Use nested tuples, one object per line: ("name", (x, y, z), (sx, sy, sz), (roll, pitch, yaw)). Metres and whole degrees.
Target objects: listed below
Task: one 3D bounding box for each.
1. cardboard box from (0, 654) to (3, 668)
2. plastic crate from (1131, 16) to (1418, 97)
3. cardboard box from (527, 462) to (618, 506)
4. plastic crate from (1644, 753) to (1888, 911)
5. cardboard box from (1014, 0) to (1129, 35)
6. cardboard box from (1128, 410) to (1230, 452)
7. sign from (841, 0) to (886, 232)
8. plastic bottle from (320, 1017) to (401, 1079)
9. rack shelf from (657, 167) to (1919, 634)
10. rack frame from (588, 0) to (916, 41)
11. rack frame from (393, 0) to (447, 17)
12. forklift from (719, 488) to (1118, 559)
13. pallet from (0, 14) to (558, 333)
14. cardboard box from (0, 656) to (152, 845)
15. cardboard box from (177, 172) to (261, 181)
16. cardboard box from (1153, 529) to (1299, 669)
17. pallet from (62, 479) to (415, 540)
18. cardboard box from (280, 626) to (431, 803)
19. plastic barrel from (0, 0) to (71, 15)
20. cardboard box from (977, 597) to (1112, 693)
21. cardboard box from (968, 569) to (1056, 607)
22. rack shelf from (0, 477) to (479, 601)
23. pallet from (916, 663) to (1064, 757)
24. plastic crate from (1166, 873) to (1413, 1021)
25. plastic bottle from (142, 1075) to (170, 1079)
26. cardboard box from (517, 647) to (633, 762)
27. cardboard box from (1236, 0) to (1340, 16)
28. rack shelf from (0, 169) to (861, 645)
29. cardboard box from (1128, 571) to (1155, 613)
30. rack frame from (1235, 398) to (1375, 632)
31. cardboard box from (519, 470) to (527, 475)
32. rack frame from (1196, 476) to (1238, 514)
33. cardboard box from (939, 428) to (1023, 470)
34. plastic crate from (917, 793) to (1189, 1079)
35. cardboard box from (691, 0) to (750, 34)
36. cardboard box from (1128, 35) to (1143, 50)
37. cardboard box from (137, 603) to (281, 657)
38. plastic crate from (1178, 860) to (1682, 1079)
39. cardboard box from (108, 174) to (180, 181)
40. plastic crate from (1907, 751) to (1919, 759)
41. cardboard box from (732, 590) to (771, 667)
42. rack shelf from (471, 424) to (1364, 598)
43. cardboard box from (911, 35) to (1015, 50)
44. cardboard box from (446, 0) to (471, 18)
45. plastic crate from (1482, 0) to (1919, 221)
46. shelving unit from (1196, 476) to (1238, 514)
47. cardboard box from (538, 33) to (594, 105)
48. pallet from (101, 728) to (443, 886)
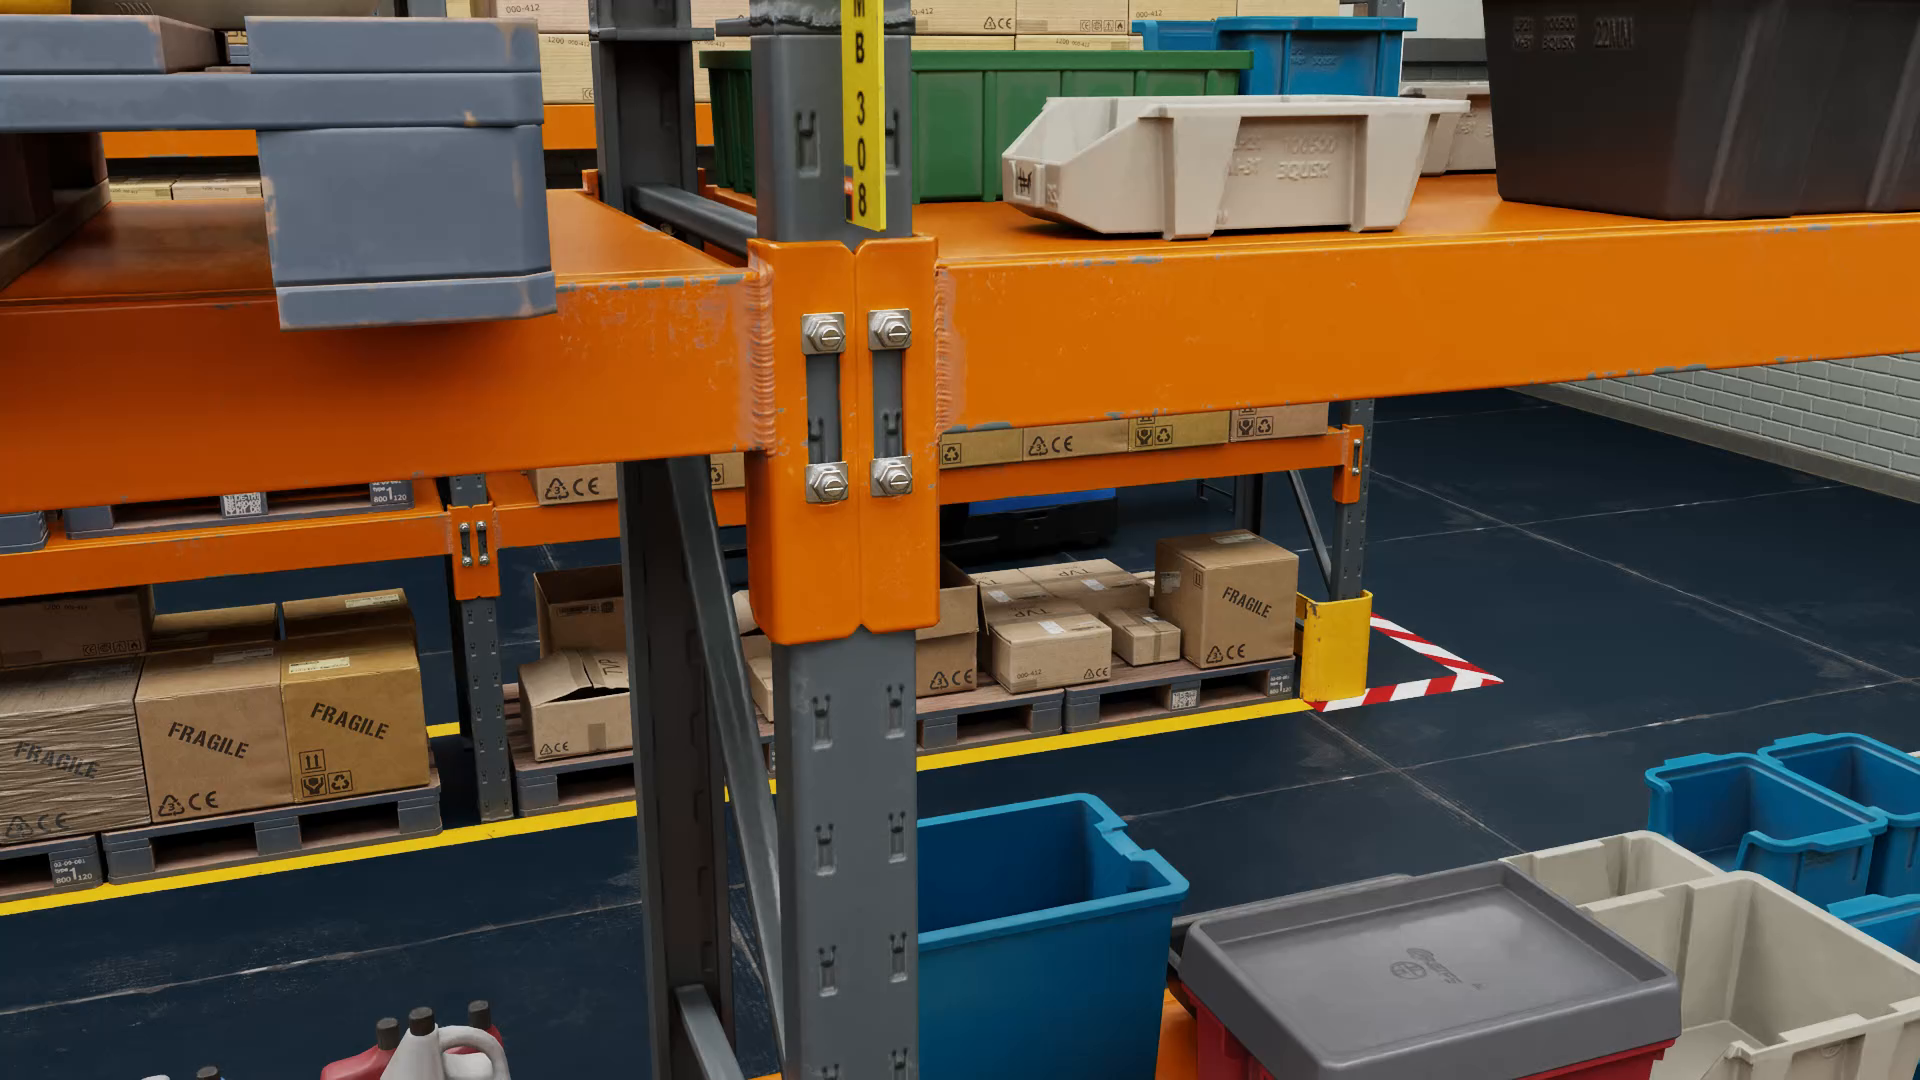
("cardboard box", (-3.987, 0.333, 6.464), (0.500, 0.250, 0.500), (-7, 18, -21))
("plastic crate", (0.459, -0.662, 2.503), (0.300, 0.233, 0.416), (-6, 17, -20))
("cardboard box", (-1.472, -0.459, 6.660), (0.500, 0.500, 0.500), (-6, 17, -19))
("plastic crate", (1.600, 0.622, 3.347), (0.300, 0.233, 0.416), (-6, 17, -20))
("cardboard box", (0.366, -2.223, 6.900), (0.500, 0.250, 0.500), (-6, 17, -20))
("cardboard box", (0.885, -0.713, 7.524), (0.500, 0.500, 0.500), (-6, 17, -20))
("sign", (-0.082, -0.426, 1.387), (0.005, 0.325, 0.100), (-6, 17, -20))
("plastic bottle", (-0.897, 0.867, 2.531), (0.133, 0.283, 0.061), (-6, 17, -20))
("rack shelf", (1.591, -0.423, 2.669), (4.000, 0.370, 1.077), (-6, 17, -20))
("rack frame", (-0.277, -2.006, 1.459), (0.127, 3.000, 1.000), (-6, 17, -20))
("rack frame", (-2.046, -3.310, 5.898), (0.127, 3.000, 1.000), (-6, 17, -20))
("forklift", (-0.569, -1.333, 9.937), (3.031, 2.935, 1.130), (-7, 18, -23))
("pallet", (-0.974, -0.372, 1.551), (1.003, 0.211, 1.213), (-6, 17, -20))
("cardboard box", (-3.337, 0.780, 6.273), (0.500, 0.500, 0.500), (-6, 17, -19))
("cardboard box", (-4.831, -2.262, 10.906), (0.500, 0.250, 0.500), (-6, 17, -19))
("cardboard box", (1.270, 0.273, 7.999), (0.500, 0.500, 0.500), (-6, 17, -20))
("pallet", (-2.831, -0.287, 6.594), (1.213, 0.211, 1.003), (-6, 17, -20))
("cardboard box", (-2.404, 0.682, 6.607), (0.500, 0.500, 0.500), (-6, 17, -20))
("plastic barrel", (-1.057, -0.713, 1.300), (0.600, 0.588, 0.600), (0, 16, 0))
("cardboard box", (0.372, 0.481, 7.735), (0.500, 0.250, 0.500), (-6, 17, -20))
("cardboard box", (0.146, 0.355, 8.166), (0.500, 0.250, 0.500), (-6, 17, -20))
("rack shelf", (-3.913, 0.116, 6.158), (4.000, 0.370, 1.077), (-6, 17, -20))
("pallet", (-0.263, 0.714, 7.794), (1.213, 0.211, 1.003), (-6, 17, -20))
("plastic crate", (0.672, 0.792, 2.959), (0.590, 0.125, 0.437), (-6, 17, -20))
("plastic bottle", (-1.187, 0.915, 2.378), (0.135, 0.276, 0.152), (-6, 17, -20))
("cardboard box", (-1.576, 0.662, 7.010), (0.500, 0.311, 0.500), (-6, 17, -20))
("cardboard box", (1.301, -2.323, 7.240), (0.500, 0.250, 0.500), (-6, 17, -20))
("rack shelf", (-2.144, -0.020, 1.296), (4.000, 0.370, 1.077), (-6, 17, -20))
("cardboard box", (0.942, 0.291, 8.532), (0.250, 0.166, 0.380), (-6, 17, -20))
("rack frame", (1.689, -0.835, 8.117), (0.127, 3.000, 1.000), (-6, 17, -20))
("cardboard box", (-1.671, -0.597, 7.131), (0.500, 0.500, 0.500), (-6, 17, -19))
("rack frame", (1.769, -0.957, 11.194), (0.032, 1.500, 0.500), (-7, 18, -24))
("cardboard box", (-0.053, -0.613, 7.184), (0.500, 0.500, 0.500), (-6, 18, -21))
("plastic crate", (0.037, 0.714, 2.764), (0.575, 0.384, 0.392), (-6, 17, -20))
("cardboard box", (-1.037, -2.073, 6.389), (0.500, 0.250, 0.500), (-6, 17, -20))
("cardboard box", (0.833, -2.033, 7.141), (0.500, 0.250, 0.500), (-6, 17, -20))
("cardboard box", (-3.079, 0.598, 6.893), (0.500, 0.500, 0.500), (-6, 17, -19))
("plastic crate", (0.647, 0.789, 2.368), (0.583, 0.464, 0.402), (-6, 17, -20))
("cardboard box", (-5.297, -2.210, 10.729), (0.500, 0.250, 0.500), (-7, 18, -22))
("plastic crate", (2.147, 0.584, 3.647), (0.298, 0.136, 0.250), (-6, 17, -20))
("cardboard box", (-0.915, 0.440, 7.767), (0.500, 0.311, 0.500), (-6, 17, -20))
("rack shelf", (-0.178, -0.288, 7.531), (4.000, 0.370, 1.077), (-6, 17, -20))
("cardboard box", (-0.102, -1.933, 6.800), (0.500, 0.250, 0.500), (-6, 17, -20))
("cardboard box", (-3.082, -3.351, 10.706), (0.500, 0.250, 0.500), (-6, 17, -20))
("plastic crate", (0.981, -0.557, 2.081), (0.590, 0.269, 0.497), (-6, 17, -20))
("shelving unit", (1.307, -0.897, 10.991), (1.048, 1.500, 0.538), (-7, 18, -24))
("cardboard box", (-1.503, -1.782, 6.287), (0.500, 0.250, 0.500), (-6, 17, -20))
("pallet", (-2.792, 0.999, 6.823), (1.213, 0.211, 1.003), (-6, 17, -20))
